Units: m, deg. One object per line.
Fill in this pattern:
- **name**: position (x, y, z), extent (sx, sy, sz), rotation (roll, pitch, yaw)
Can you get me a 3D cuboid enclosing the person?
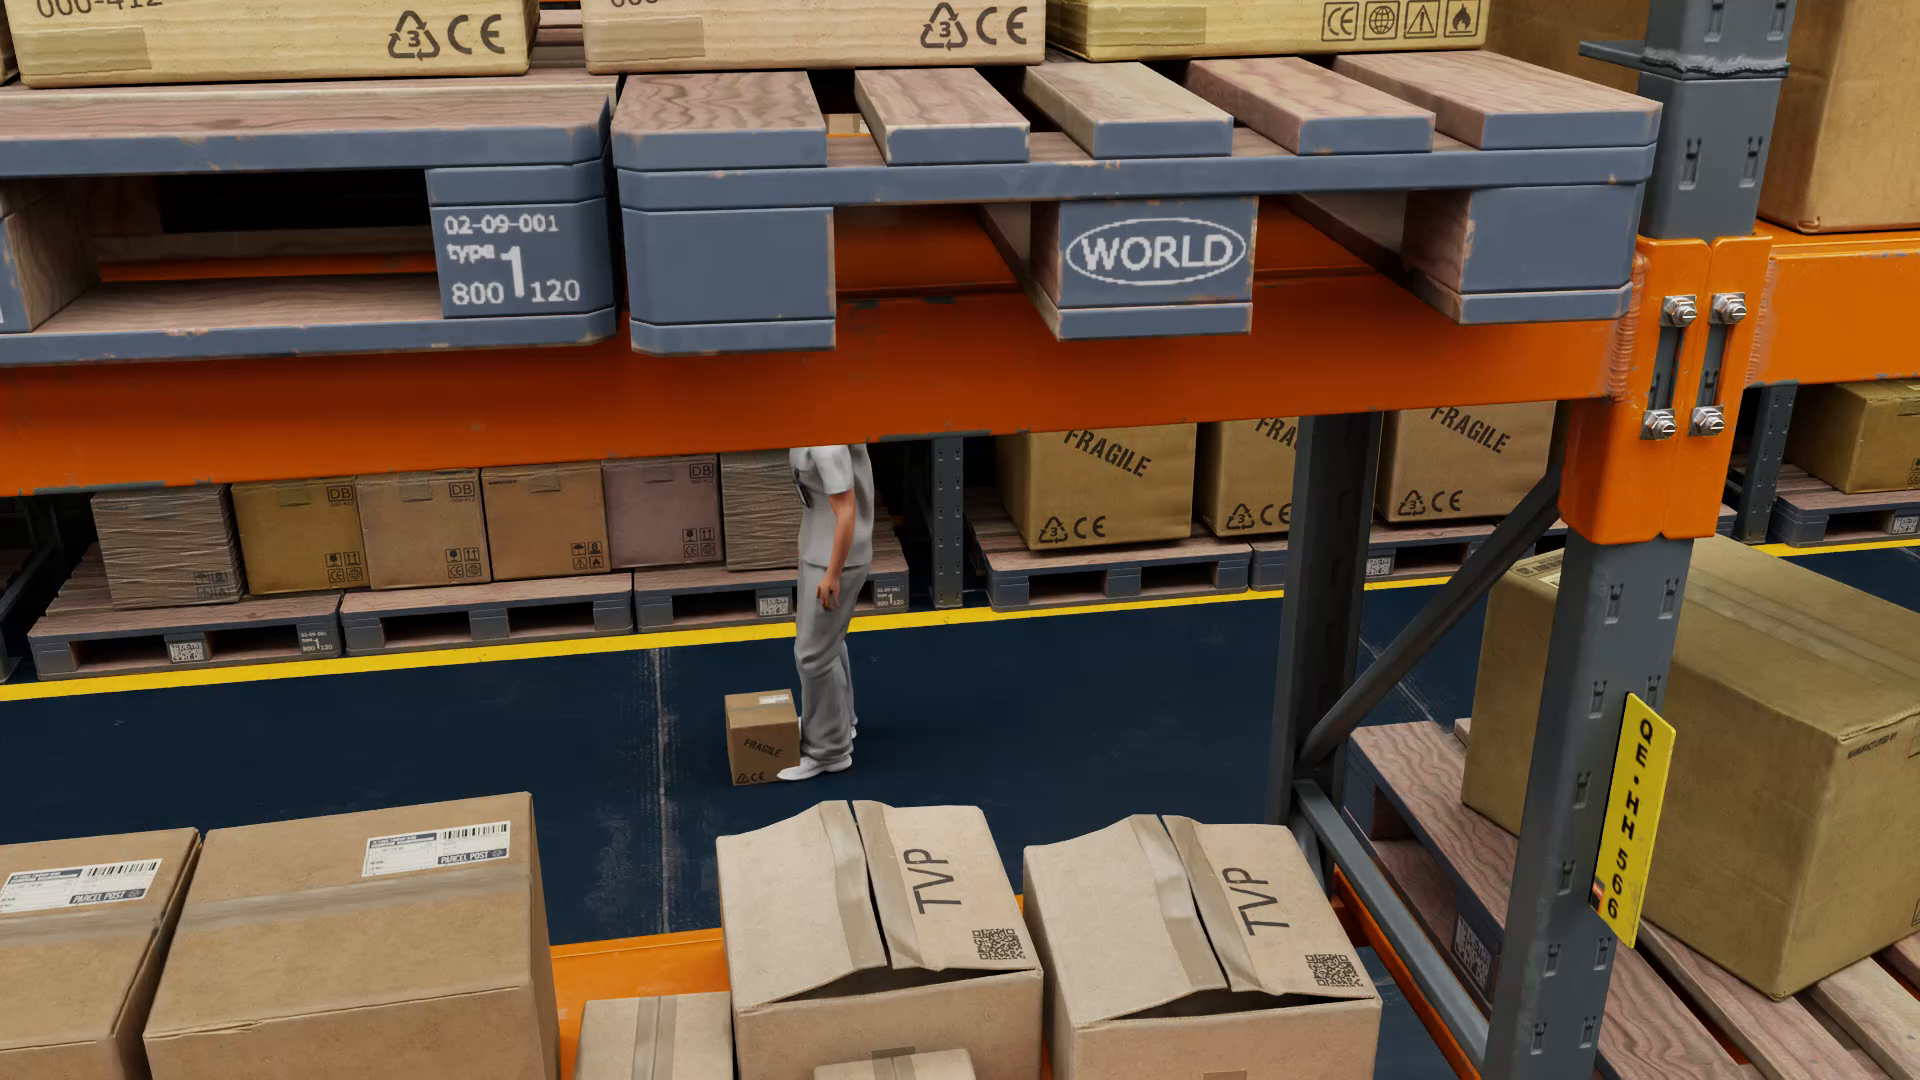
- **person**: position (-0.518, 0.061, 5.960), extent (0.416, 1.671, 0.498), rotation (-5, 24, -12)
